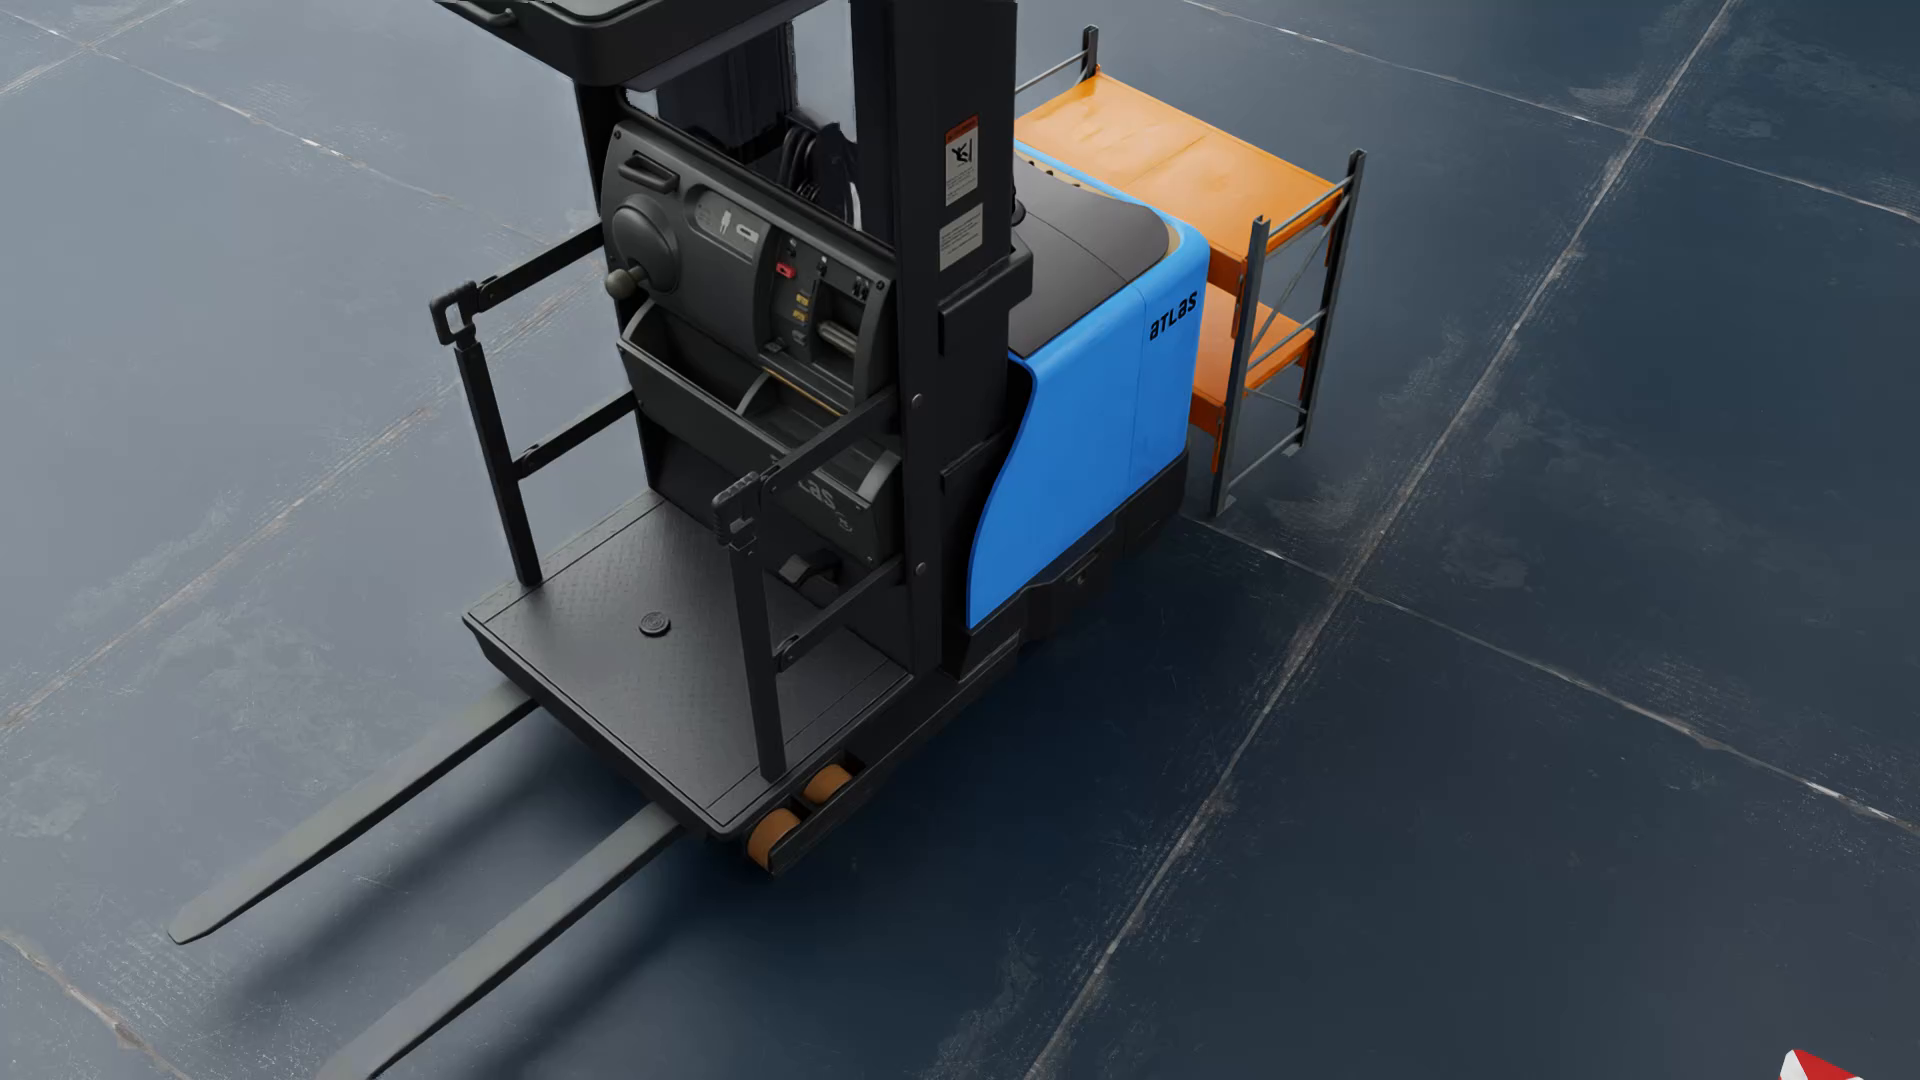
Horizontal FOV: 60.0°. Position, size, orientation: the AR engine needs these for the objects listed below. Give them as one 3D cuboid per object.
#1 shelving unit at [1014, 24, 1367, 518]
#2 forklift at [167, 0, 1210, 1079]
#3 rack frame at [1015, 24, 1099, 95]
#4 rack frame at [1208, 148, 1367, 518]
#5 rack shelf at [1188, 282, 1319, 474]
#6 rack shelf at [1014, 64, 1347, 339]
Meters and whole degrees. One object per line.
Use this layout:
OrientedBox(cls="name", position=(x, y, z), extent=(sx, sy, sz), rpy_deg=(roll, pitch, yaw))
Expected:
OrientedBox(cls="shelving unit", position=(0.618, -0.854, 5.295), extent=(1.048, 1.125, 0.538), rpy_deg=(35, 55, 29))
OrientedBox(cls="forklift", position=(-0.655, -0.564, 3.754), extent=(1.130, 2.935, 3.031), rpy_deg=(33, 54, 28))
OrientedBox(cls="rack frame", position=(0.254, -1.108, 5.542), extent=(0.032, 1.125, 0.500), rpy_deg=(35, 55, 29))
OrientedBox(cls="rack frame", position=(0.982, -0.599, 5.048), extent=(0.032, 1.125, 0.500), rpy_deg=(35, 55, 29))
OrientedBox(cls="rack shelf", position=(0.618, -0.683, 5.470), extent=(1.000, 0.278, 0.538), rpy_deg=(35, 55, 29))
OrientedBox(cls="rack shelf", position=(0.618, -1.058, 5.085), extent=(1.000, 0.278, 0.538), rpy_deg=(35, 55, 29))
